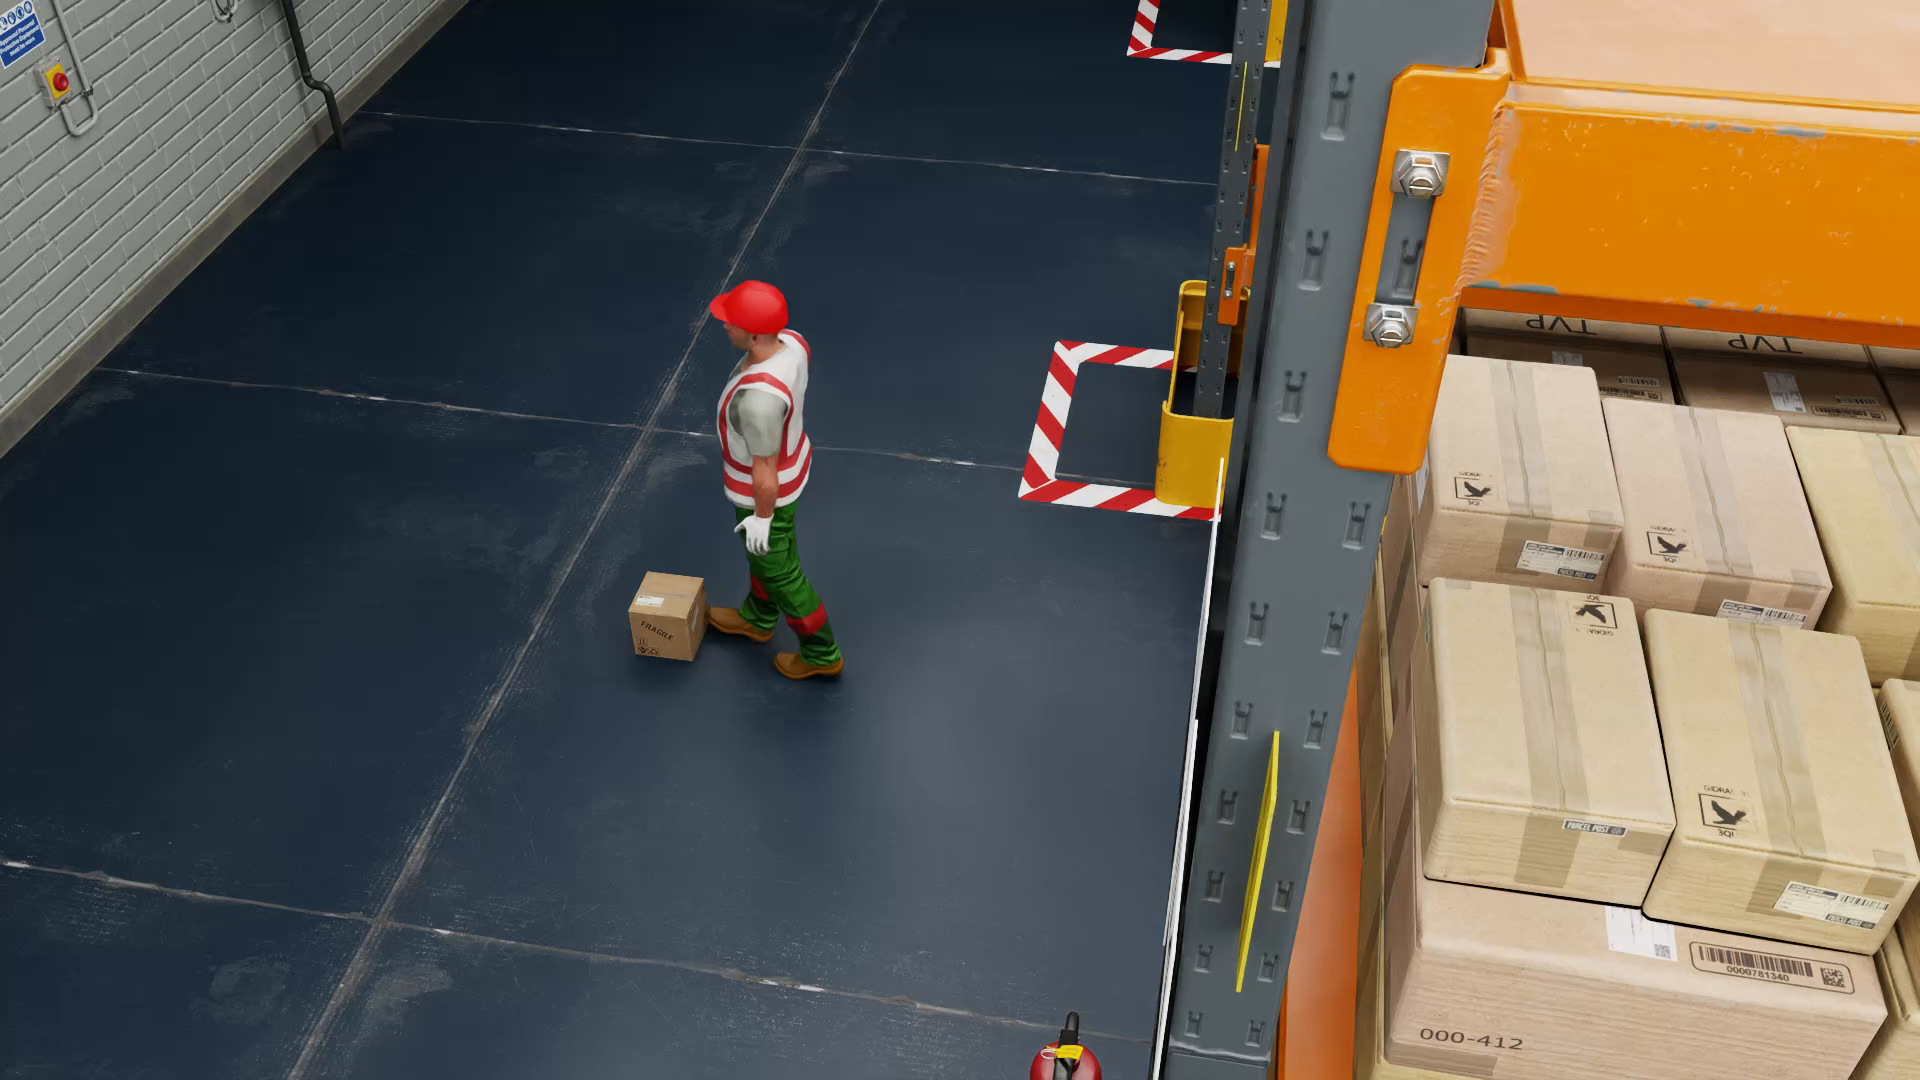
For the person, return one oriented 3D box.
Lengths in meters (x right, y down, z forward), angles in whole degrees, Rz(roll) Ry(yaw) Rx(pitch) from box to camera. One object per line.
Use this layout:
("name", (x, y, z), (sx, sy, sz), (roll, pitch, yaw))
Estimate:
("person", (-0.759, -0.206, 6.399), (0.396, 1.811, 0.524), (7, 41, 9))
